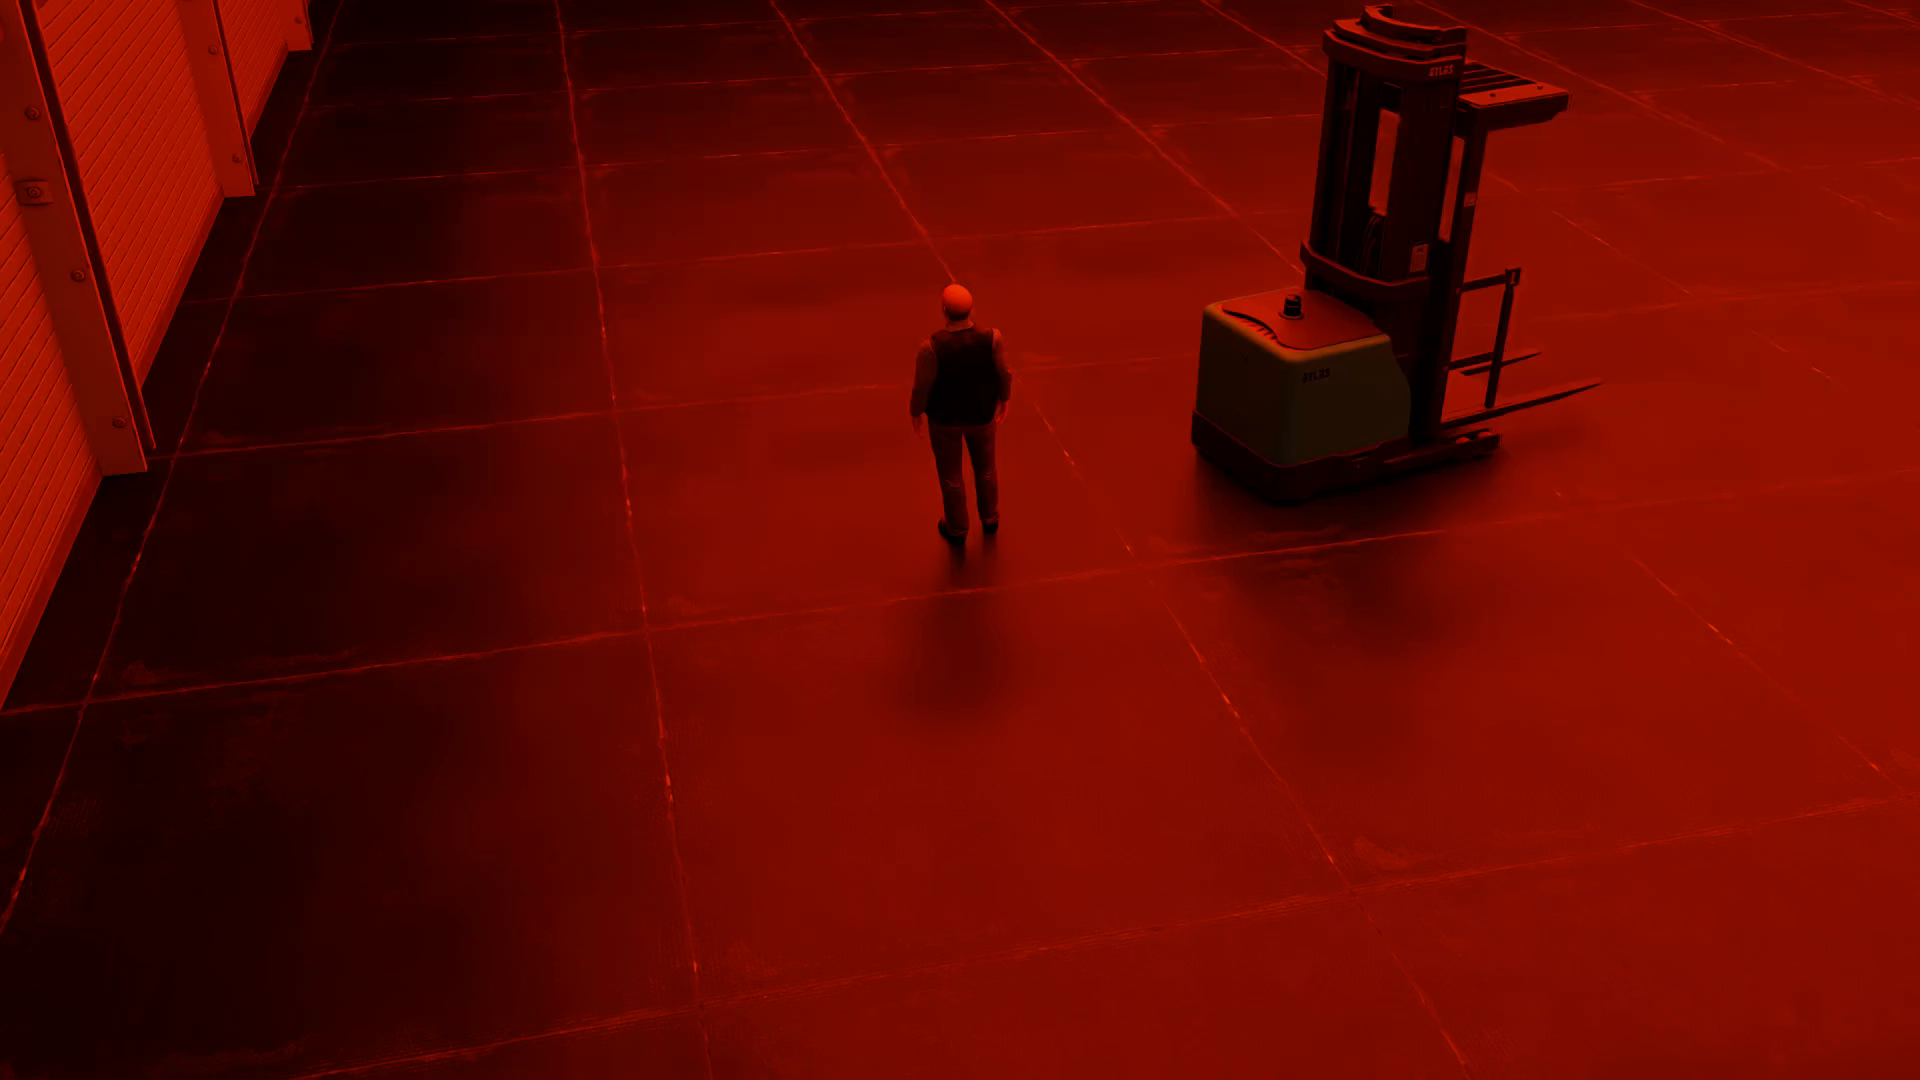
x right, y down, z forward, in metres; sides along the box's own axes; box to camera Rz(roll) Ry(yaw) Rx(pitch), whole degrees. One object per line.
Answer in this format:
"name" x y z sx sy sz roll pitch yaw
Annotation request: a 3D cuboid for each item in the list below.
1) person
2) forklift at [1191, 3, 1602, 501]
"person" -0.006 -0.782 10.119 0.632 1.720 0.568 -7 31 -12
"forklift" 3.154 -2.029 11.080 3.031 2.935 1.130 -14 33 -23
